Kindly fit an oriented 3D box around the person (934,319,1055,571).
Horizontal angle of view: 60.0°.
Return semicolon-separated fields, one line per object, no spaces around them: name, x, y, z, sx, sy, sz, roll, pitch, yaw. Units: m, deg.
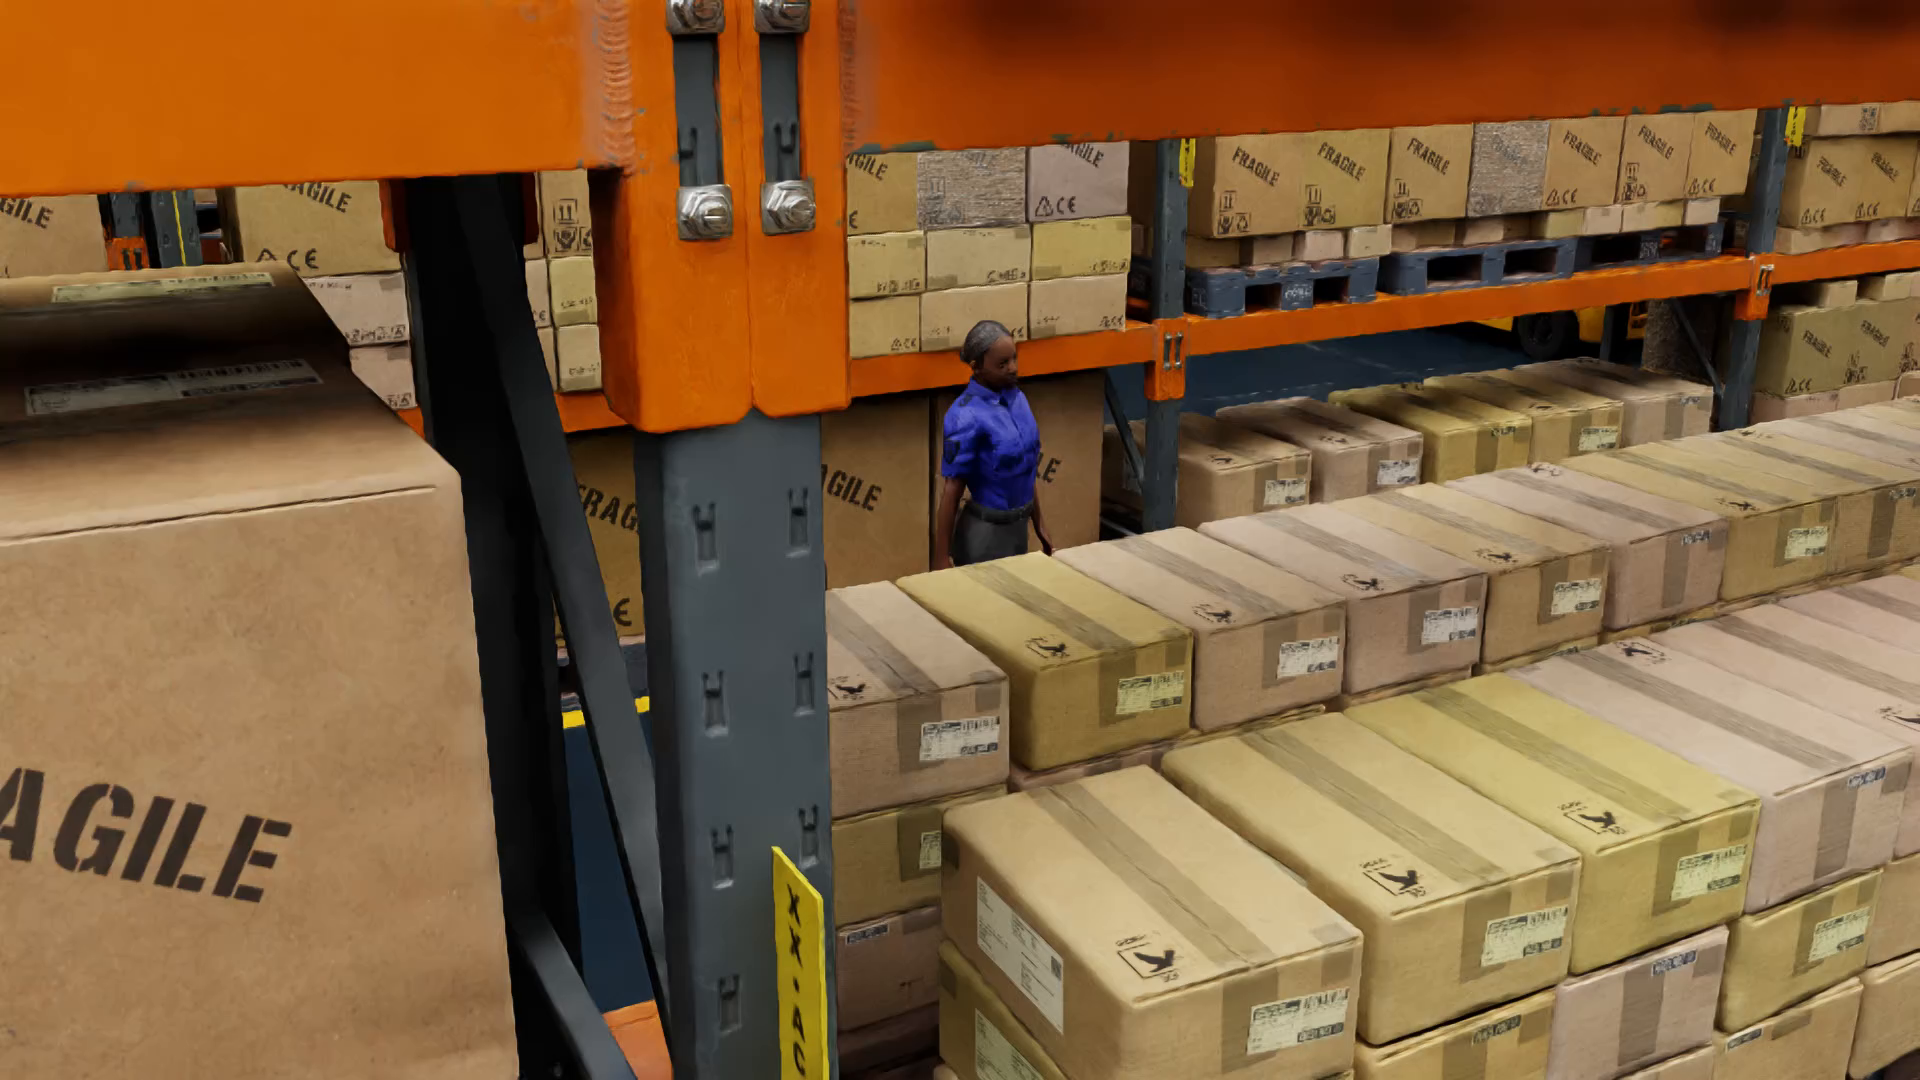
person;0.077;0.002;6.071;0.658;1.651;0.578;9;21;25
